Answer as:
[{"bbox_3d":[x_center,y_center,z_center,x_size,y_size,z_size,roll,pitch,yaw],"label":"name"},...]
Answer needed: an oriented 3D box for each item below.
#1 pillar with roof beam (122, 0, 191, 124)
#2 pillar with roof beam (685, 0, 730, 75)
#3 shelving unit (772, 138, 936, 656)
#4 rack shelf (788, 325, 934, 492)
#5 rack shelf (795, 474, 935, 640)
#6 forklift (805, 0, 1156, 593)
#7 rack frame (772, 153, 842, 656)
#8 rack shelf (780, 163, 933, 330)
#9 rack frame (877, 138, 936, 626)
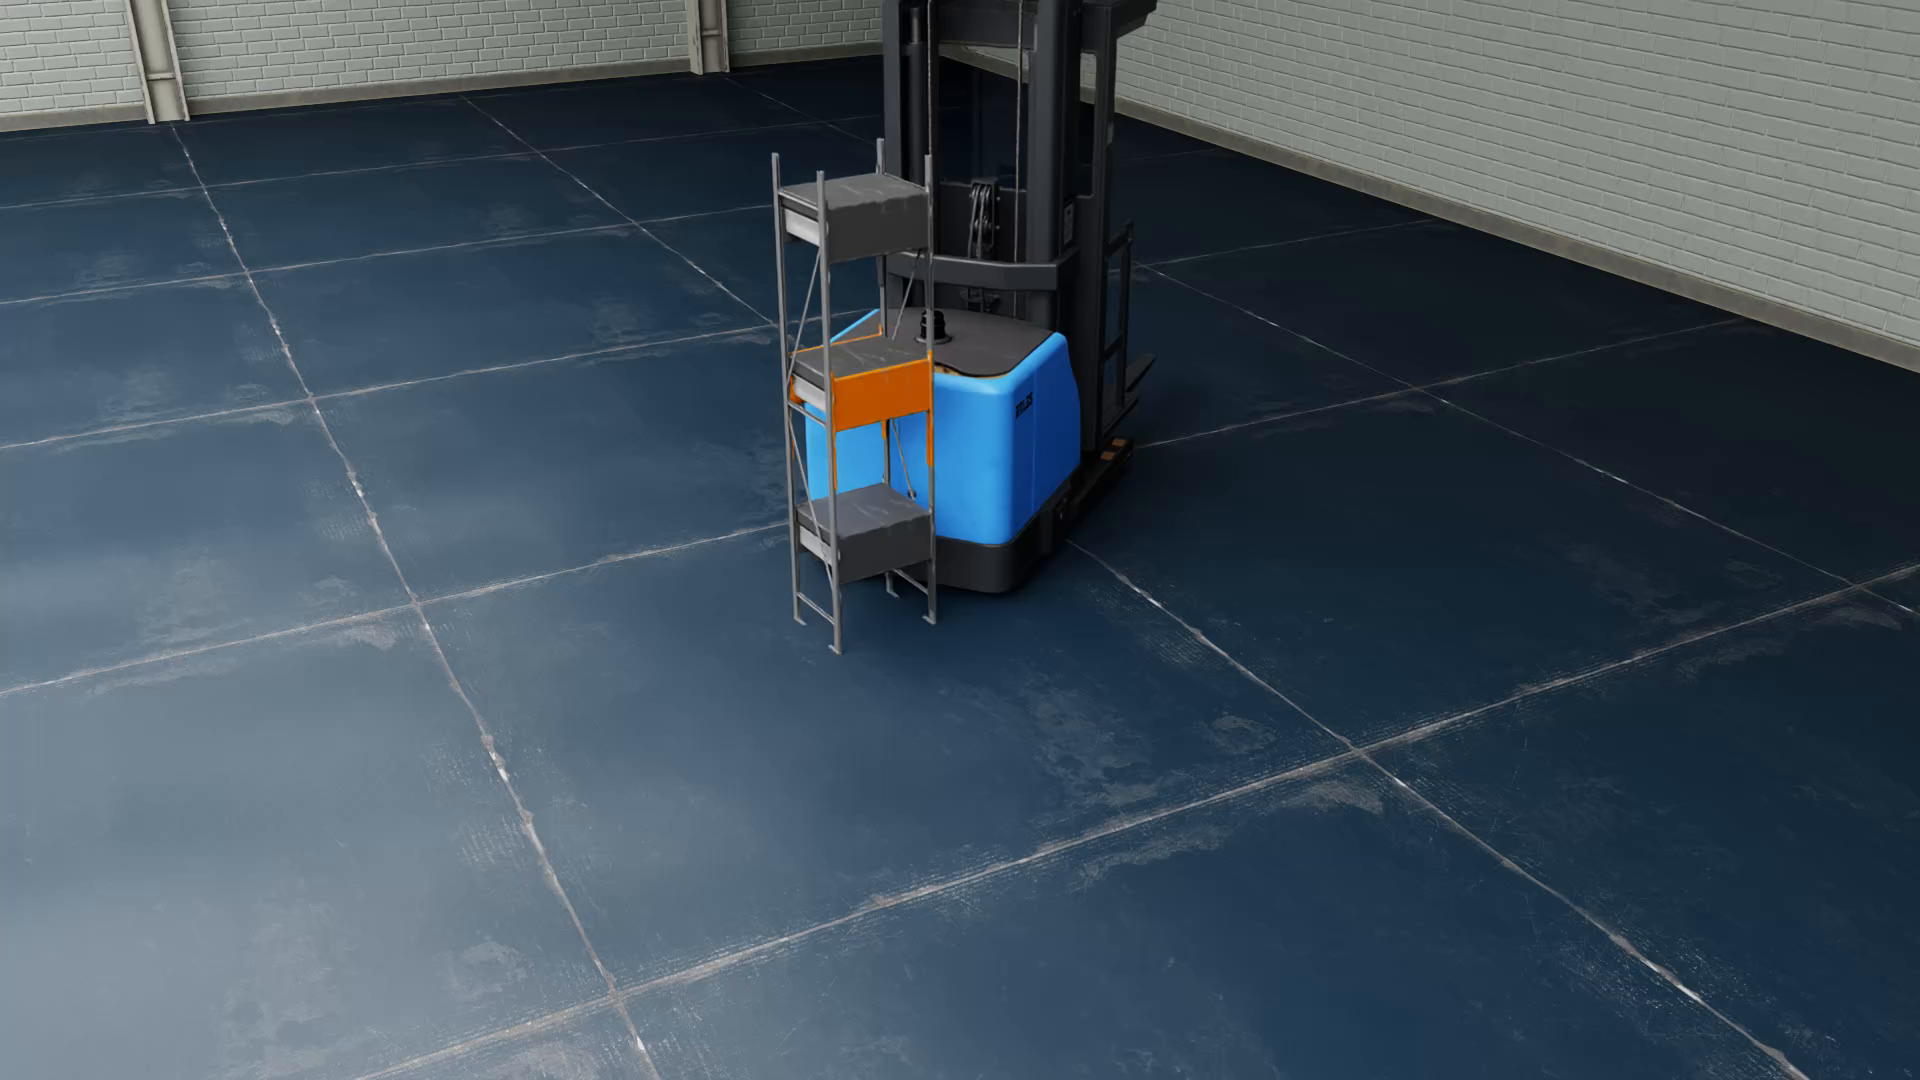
[{"bbox_3d":[-6.272,-6.823,12.065,0.400,9.000,9.100,-13,29,-25],"label":"pillar with roof beam"},{"bbox_3d":[-0.977,-8.045,14.610,0.400,9.000,9.100,-13,29,-25],"label":"pillar with roof beam"},{"bbox_3d":[-0.427,-0.577,7.025,0.503,2.100,0.431,-16,30,-30],"label":"shelving unit"},{"bbox_3d":[-0.427,-0.564,7.031,0.480,0.518,0.431,-16,30,-30],"label":"rack shelf"},{"bbox_3d":[-0.427,0.067,7.334,0.480,0.518,0.431,-16,30,-30],"label":"rack shelf"},{"bbox_3d":[0.300,-1.692,8.387,1.130,2.935,3.031,10,27,20],"label":"forklift"},{"bbox_3d":[-0.630,-0.518,6.903,0.015,2.100,0.400,-16,30,-30],"label":"rack frame"},{"bbox_3d":[-0.427,-1.196,6.728,0.480,0.518,0.431,-16,30,-30],"label":"rack shelf"},{"bbox_3d":[-0.225,-0.635,7.148,0.015,2.100,0.400,-16,30,-30],"label":"rack frame"}]
